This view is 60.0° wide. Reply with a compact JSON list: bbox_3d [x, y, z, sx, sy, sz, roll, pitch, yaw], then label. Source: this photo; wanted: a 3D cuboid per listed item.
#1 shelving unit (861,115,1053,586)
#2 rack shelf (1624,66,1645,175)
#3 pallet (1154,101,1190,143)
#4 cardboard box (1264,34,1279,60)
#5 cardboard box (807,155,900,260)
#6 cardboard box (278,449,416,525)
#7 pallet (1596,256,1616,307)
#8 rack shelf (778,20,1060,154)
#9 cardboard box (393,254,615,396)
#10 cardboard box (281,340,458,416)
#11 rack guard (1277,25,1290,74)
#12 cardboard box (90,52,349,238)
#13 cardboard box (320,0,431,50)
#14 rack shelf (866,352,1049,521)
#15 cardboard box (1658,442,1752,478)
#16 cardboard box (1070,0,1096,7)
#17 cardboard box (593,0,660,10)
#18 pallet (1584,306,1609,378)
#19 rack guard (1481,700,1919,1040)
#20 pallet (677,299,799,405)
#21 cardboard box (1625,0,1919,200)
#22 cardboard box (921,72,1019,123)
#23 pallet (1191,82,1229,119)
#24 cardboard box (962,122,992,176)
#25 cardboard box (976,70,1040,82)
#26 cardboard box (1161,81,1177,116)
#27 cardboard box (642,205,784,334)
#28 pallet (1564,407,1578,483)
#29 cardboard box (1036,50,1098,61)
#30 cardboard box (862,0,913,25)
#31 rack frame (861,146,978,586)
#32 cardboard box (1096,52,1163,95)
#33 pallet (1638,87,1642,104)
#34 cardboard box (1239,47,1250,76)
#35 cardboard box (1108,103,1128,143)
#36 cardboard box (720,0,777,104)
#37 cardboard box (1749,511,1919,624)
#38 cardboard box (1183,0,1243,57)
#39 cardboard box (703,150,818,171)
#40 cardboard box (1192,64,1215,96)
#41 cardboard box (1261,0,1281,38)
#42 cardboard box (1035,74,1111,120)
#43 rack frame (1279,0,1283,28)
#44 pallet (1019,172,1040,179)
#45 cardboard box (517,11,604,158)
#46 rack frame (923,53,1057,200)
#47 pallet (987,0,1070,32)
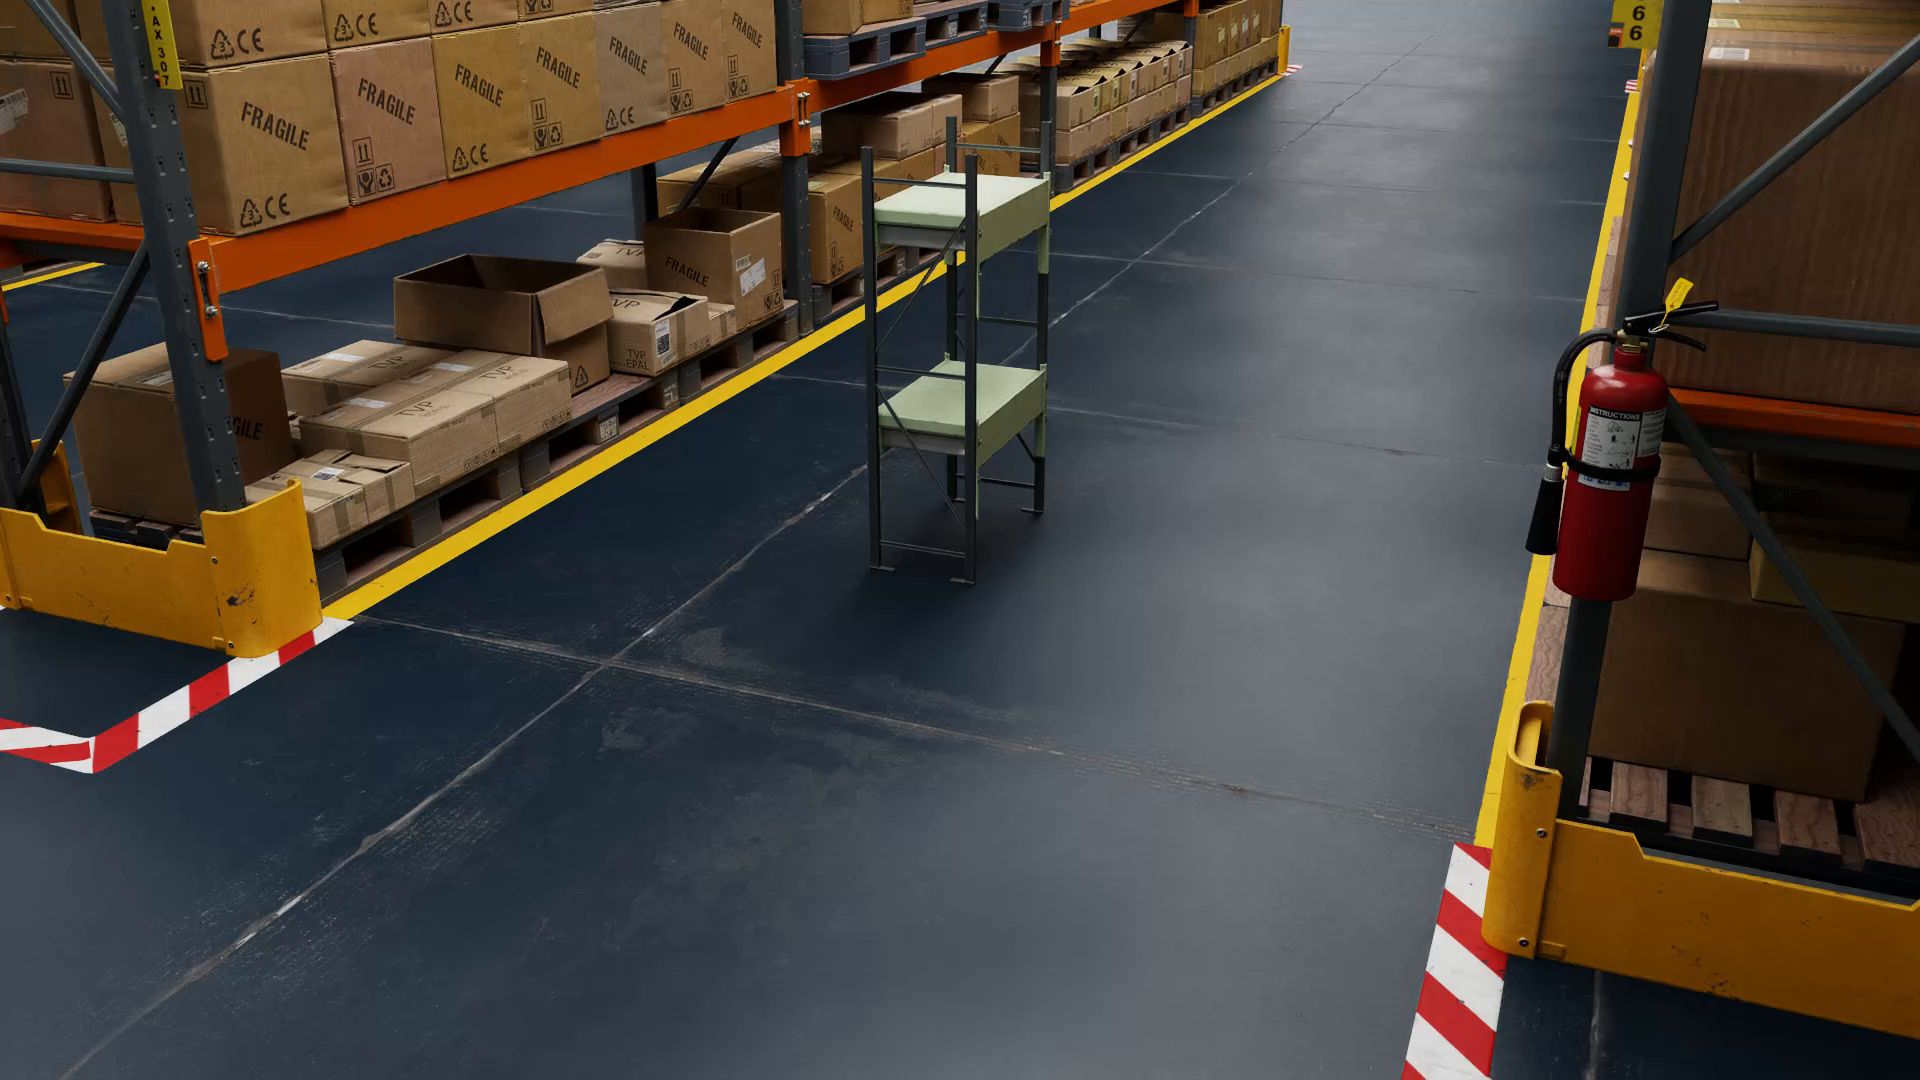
[{"bbox_3d":[0.002,-0.694,5.967,0.431,1.500,0.755,9,24,20],"label":"shelving unit"},{"bbox_3d":[4.073,-2.221,8.608,1.077,0.370,4.000,9,24,20],"label":"rack shelf"},{"bbox_3d":[1.464,-3.852,15.197,1.003,0.211,1.213,9,24,20],"label":"pallet"},{"bbox_3d":[3.262,-5.530,18.620,0.500,0.250,0.500,9,24,20],"label":"cardboard box"},{"bbox_3d":[-0.676,-1.925,9.640,0.500,0.500,0.500,9,24,21],"label":"cardboard box"},{"bbox_3d":[-2.188,-0.199,5.940,0.380,0.166,0.250,9,24,20],"label":"cardboard box"},{"bbox_3d":[3.999,-1.275,9.029,1.003,0.211,1.213,9,24,20],"label":"pallet"},{"bbox_3d":[-0.527,-2.929,10.303,1.077,0.370,4.000,9,24,20],"label":"rack shelf"},{"bbox_3d":[-1.963,-0.923,7.236,0.797,0.503,0.637,9,24,20],"label":"cardboard box"},{"bbox_3d":[-2.402,-0.613,6.823,0.500,0.250,0.500,9,24,20],"label":"cardboard box"},{"bbox_3d":[3.196,-5.694,19.234,1.175,0.500,0.348,9,24,20],"label":"rack guard"},{"bbox_3d":[-2.346,-1.281,5.294,0.500,0.500,0.500,9,24,21],"label":"cardboard box"},{"bbox_3d":[-2.159,-1.930,5.552,0.500,0.500,0.500,9,24,21],"label":"cardboard box"},{"bbox_3d":[0.002,-0.394,6.092,0.431,0.370,0.720,9,24,20],"label":"rack shelf"},{"bbox_3d":[1.985,-0.174,4.631,0.380,0.149,0.250,9,24,21],"label":"cardboard box"},{"bbox_3d":[0.728,-4.228,12.595,0.500,0.311,0.500,8,24,19],"label":"cardboard box"},{"bbox_3d":[-1.593,-2.470,6.845,0.500,0.500,0.500,9,24,20],"label":"cardboard box"},{"bbox_3d":[3.547,-0.837,7.980,1.003,0.211,1.213,9,24,20],"label":"pallet"},{"bbox_3d":[1.836,0.756,3.790,1.175,0.500,0.348,9,24,20],"label":"rack guard"},{"bbox_3d":[-1.526,-1.012,8.400,1.003,0.211,1.213,9,24,20],"label":"pallet"},{"bbox_3d":[2.577,-1.261,4.989,0.980,0.700,0.700,8,24,17],"label":"cardboard box"},{"bbox_3d":[0.069,-2.983,11.199,0.500,0.250,0.500,10,25,22],"label":"cardboard box"},{"bbox_3d":[2.036,-4.400,16.509,1.003,0.211,1.213,9,24,20],"label":"pallet"},{"bbox_3d":[-0.106,-2.472,10.950,0.500,0.500,0.500,8,24,18],"label":"cardboard box"},{"bbox_3d":[0.369,-3.570,13.199,0.500,0.311,0.500,8,24,19],"label":"cardboard box"},{"bbox_3d":[1.627,-3.962,14.866,0.500,0.250,0.500,8,24,19],"label":"cardboard box"},{"bbox_3d":[-1.218,-1.350,8.262,0.500,0.500,0.500,9,24,20],"label":"cardboard box"},{"bbox_3d":[2.975,-0.289,6.669,1.003,0.211,1.213,9,24,20],"label":"pallet"},{"bbox_3d":[0.935,-4.116,14.506,0.500,0.311,0.500,8,24,18],"label":"cardboard box"},{"bbox_3d":[-0.690,-3.177,9.291,0.700,0.500,0.500,13,26,28],"label":"cardboard box"},{"bbox_3d":[-0.133,-0.563,5.653,0.400,1.500,0.023,9,24,20],"label":"rack frame"},{"bbox_3d":[1.442,-4.040,14.326,0.500,0.311,0.500,9,24,20],"label":"cardboard box"},{"bbox_3d":[6.970,-4.097,15.784,1.003,0.211,1.213,9,24,20],"label":"pallet"},{"bbox_3d":[2.716,-4.991,17.331,0.500,0.250,0.500,9,24,20],"label":"cardboard box"},{"bbox_3d":[1.056,-3.414,13.553,0.500,0.250,0.500,8,24,19],"label":"cardboard box"},{"bbox_3d":[-1.218,-2.375,7.915,0.500,0.500,0.500,9,24,21],"label":"cardboard box"},{"bbox_3d":[2.151,0.063,4.063,0.380,0.149,0.250,9,24,20],"label":"cardboard box"},{"bbox_3d":[2.536,-5.158,16.756,0.500,0.500,0.500,9,24,20],"label":"cardboard box"},{"bbox_3d":[-1.161,-1.988,9.789,0.500,0.500,0.500,9,24,20],"label":"cardboard box"},{"bbox_3d":[2.155,-4.455,16.047,0.500,0.250,0.500,9,24,20],"label":"cardboard box"},{"bbox_3d":[3.264,-5.876,18.475,0.500,0.500,0.500,9,24,20],"label":"cardboard box"},{"bbox_3d":[0.870,-3.495,13.020,0.500,0.311,0.500,8,24,19],"label":"cardboard box"},{"bbox_3d":[3.187,-6.839,18.731,1.000,3.000,0.127,9,24,20],"label":"rack frame"},{"bbox_3d":[-0.097,-2.428,11.789,1.003,0.211,1.213,9,24,20],"label":"pallet"},{"bbox_3d":[-1.783,-1.824,6.595,0.500,0.500,0.500,9,24,21],"label":"cardboard box"},{"bbox_3d":[0.216,-3.976,11.878,1.000,3.000,0.127,9,24,20],"label":"rack frame"},{"bbox_3d":[0.029,-3.635,11.310,1.213,0.211,1.003,9,24,20],"label":"pallet"}]
